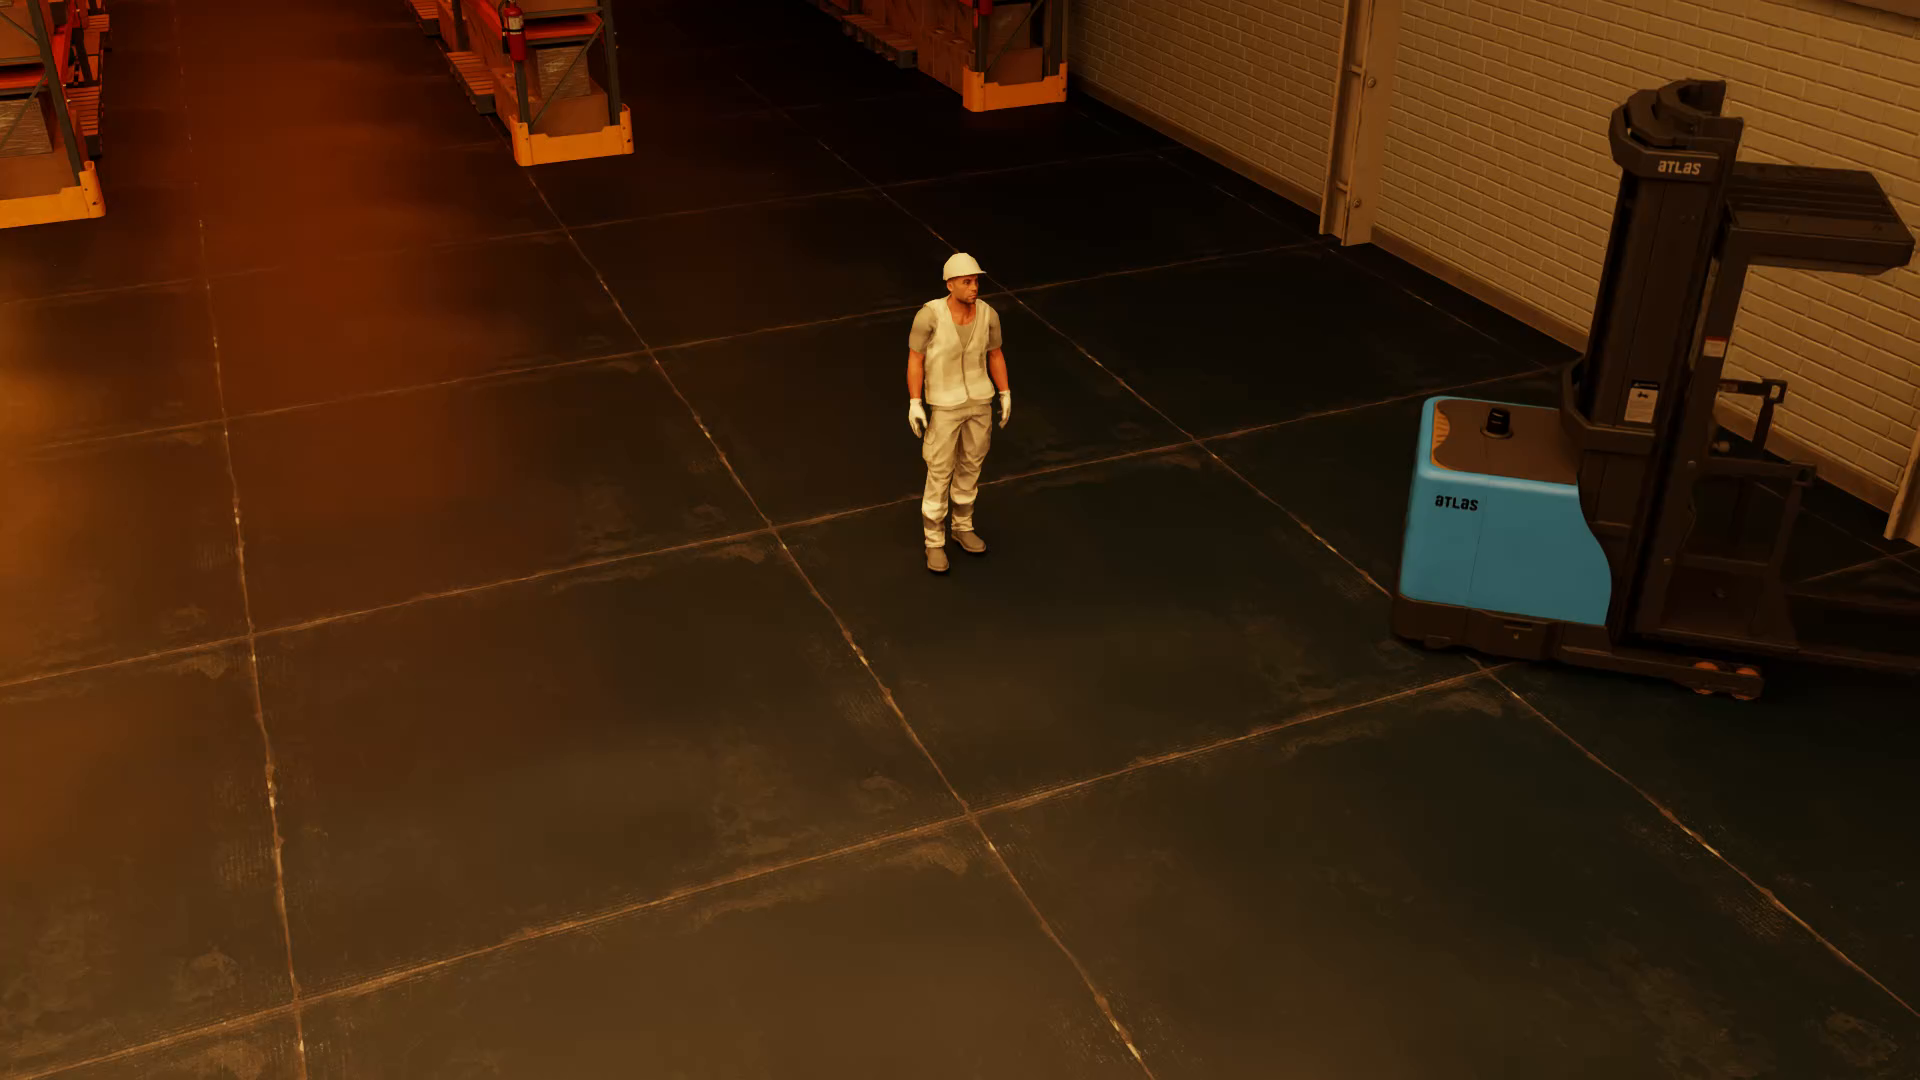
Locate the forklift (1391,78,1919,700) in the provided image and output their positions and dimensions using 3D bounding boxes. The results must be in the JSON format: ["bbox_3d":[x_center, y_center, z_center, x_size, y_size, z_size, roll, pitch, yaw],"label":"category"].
[{"bbox_3d":[3.930,-0.736,8.407,3.031,2.935,1.130,8,31,14],"label":"forklift"}]

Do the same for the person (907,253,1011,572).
[{"bbox_3d":[0.021,-0.744,9.556,0.637,1.790,0.562,-12,32,-20],"label":"person"}]
